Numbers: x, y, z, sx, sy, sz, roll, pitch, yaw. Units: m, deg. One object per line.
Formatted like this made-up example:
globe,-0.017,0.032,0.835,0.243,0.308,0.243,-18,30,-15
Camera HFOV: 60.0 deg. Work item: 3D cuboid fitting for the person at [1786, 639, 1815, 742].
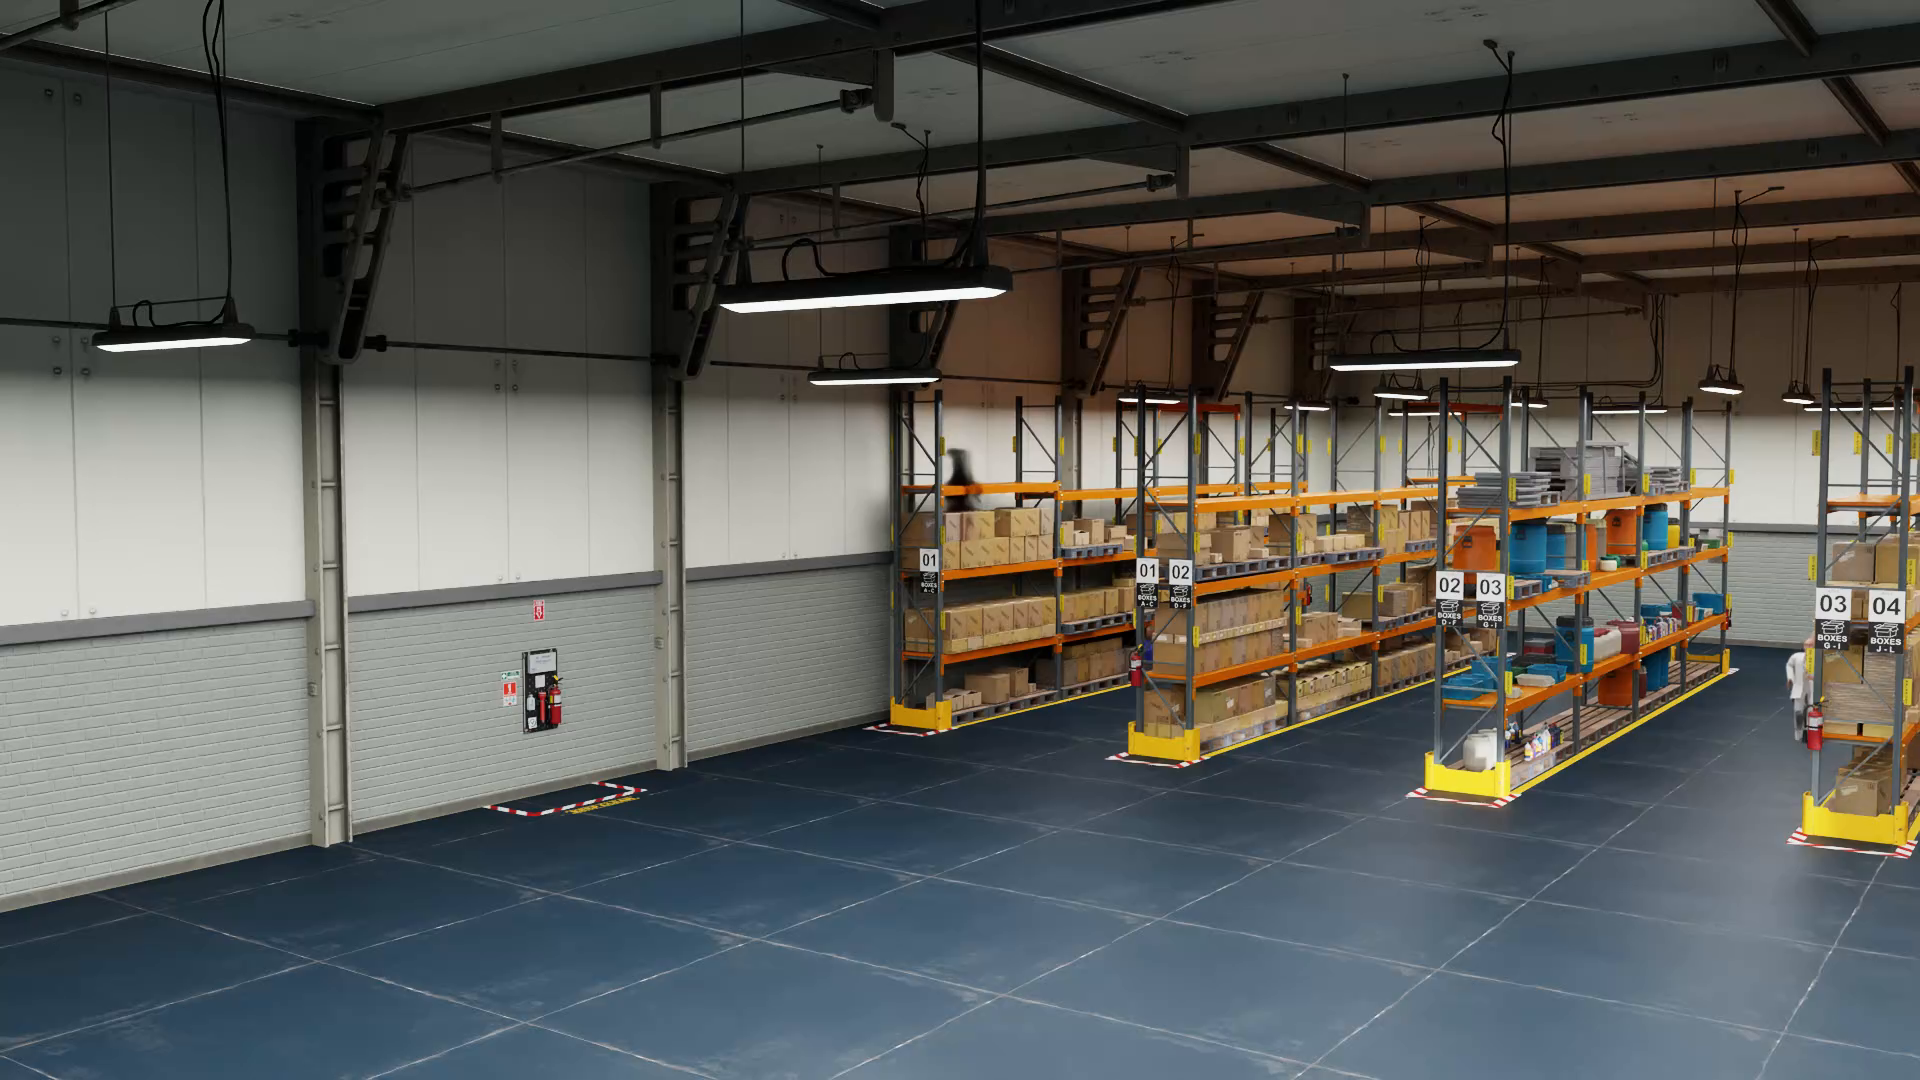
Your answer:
person,14.263,2.538,28.008,0.664,1.752,0.717,2,4,29

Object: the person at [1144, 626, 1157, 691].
person,3.538,2.438,30.864,0.553,1.715,0.847,2,4,27
